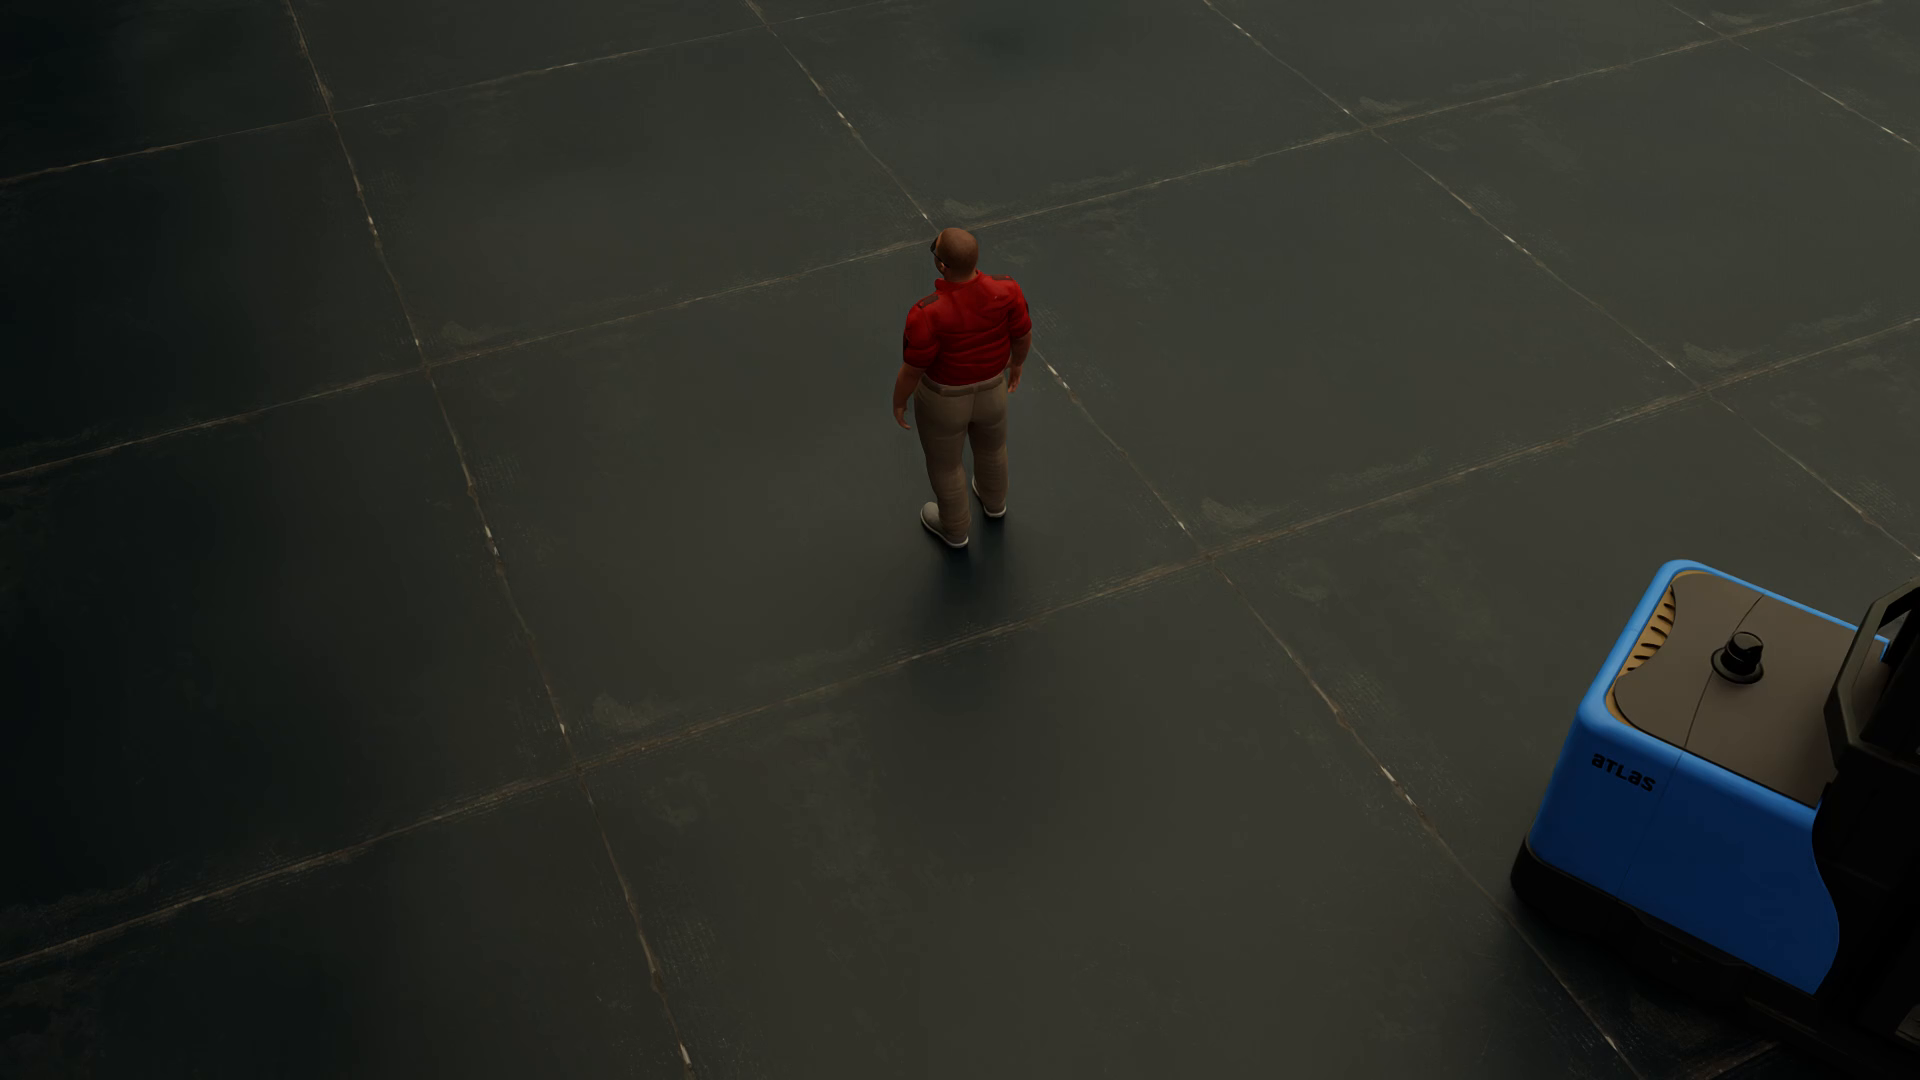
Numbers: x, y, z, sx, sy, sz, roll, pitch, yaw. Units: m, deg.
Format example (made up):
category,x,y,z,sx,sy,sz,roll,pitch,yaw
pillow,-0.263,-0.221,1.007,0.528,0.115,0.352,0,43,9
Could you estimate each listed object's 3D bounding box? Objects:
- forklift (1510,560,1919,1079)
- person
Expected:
category,x,y,z,sx,sy,sz,roll,pitch,yaw
forklift,3.590,0.614,5.022,3.031,2.935,1.130,26,49,25
person,-0.027,-0.697,7.296,0.641,1.728,0.550,-18,46,-18
